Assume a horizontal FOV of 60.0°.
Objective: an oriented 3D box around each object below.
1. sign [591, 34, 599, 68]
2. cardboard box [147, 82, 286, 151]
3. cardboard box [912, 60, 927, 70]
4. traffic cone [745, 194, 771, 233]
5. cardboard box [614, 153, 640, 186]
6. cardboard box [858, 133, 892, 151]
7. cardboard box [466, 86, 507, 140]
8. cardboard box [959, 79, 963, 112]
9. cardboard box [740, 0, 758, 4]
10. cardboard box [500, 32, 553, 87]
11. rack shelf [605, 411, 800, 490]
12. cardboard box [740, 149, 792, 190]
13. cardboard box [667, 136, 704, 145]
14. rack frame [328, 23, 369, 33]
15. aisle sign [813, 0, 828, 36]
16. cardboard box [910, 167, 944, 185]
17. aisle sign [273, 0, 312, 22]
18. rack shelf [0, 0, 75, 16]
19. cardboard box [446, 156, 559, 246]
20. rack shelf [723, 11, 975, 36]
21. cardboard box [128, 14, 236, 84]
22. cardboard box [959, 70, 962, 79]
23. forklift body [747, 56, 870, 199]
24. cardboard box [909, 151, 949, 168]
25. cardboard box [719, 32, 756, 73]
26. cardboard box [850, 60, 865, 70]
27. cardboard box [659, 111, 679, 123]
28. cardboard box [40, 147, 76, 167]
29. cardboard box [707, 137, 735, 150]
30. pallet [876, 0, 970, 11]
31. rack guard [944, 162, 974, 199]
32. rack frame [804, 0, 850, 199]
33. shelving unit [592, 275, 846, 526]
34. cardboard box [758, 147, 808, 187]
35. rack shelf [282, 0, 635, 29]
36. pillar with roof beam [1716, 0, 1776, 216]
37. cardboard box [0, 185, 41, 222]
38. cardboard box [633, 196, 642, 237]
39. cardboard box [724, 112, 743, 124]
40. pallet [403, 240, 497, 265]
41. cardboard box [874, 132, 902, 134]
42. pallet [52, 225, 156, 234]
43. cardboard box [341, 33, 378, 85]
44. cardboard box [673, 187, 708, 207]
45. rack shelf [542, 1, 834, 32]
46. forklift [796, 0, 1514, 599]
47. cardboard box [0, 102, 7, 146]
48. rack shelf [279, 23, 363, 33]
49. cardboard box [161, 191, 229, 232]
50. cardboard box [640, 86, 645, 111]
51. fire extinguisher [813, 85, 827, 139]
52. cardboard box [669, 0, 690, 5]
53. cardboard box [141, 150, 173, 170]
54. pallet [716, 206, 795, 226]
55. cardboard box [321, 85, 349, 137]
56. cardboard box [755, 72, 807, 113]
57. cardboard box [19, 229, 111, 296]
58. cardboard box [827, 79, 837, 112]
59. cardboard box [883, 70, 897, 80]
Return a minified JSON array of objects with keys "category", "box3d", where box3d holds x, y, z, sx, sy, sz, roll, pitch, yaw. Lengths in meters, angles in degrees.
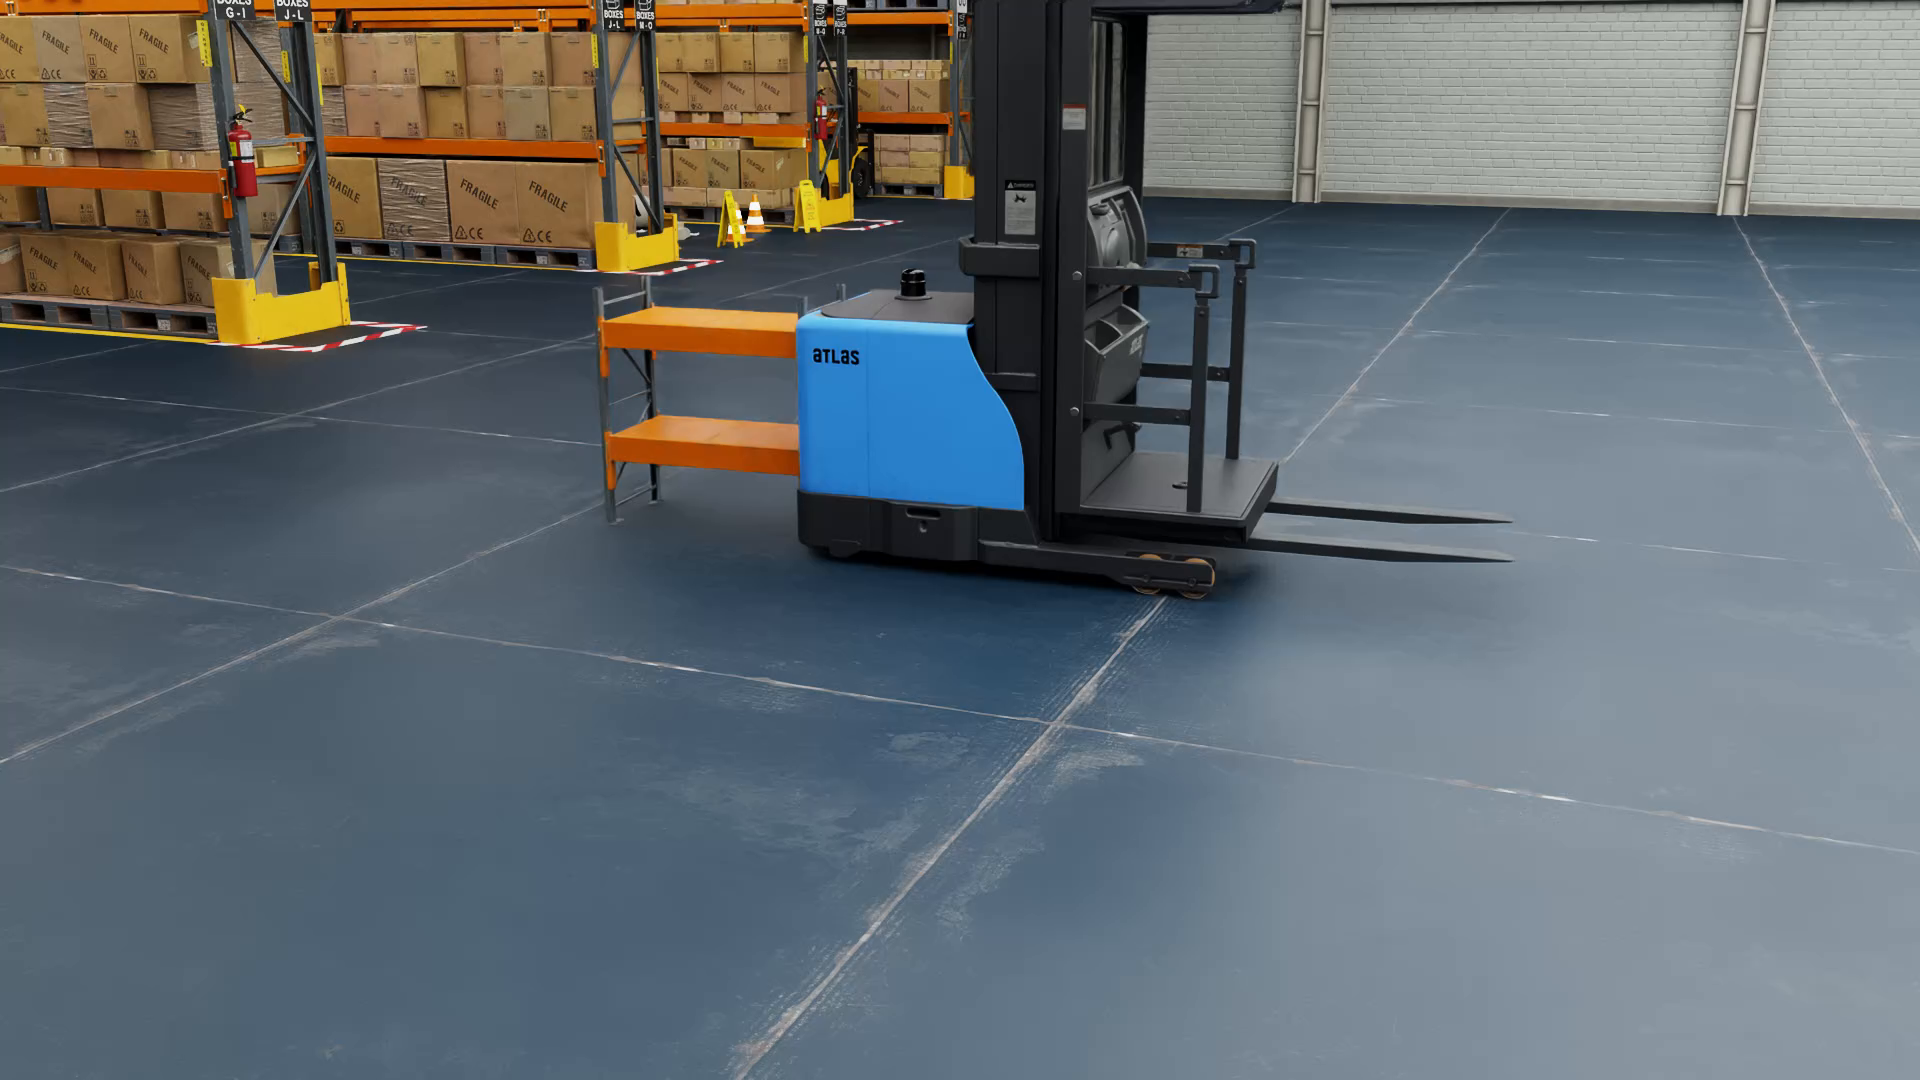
[{"category":"sign","box3d":[-3.673,-4.918,16.734,0.005,0.325,0.100,6,17,21]},{"category":"cardboard box","box3d":[-5.876,-3.366,13.175,0.500,0.500,0.875,6,17,21]},{"category":"cardboard box","box3d":[-0.572,-7.471,26.153,0.250,0.149,0.380,6,17,21]},{"category":"traffic cone","box3d":[-2.612,-4.173,21.218,0.334,0.463,0.336,6,17,21]},{"category":"cardboard box","box3d":[-4.507,-5.150,22.868,0.500,0.500,0.500,7,18,23]},{"category":"cardboard box","box3d":[-1.414,-6.397,26.714,0.500,0.250,0.500,7,17,21]},{"category":"cardboard box","box3d":[-4.817,-4.627,17.961,0.550,0.550,0.875,6,17,21]},{"category":"cardboard box","box3d":[-0.280,-7.140,26.710,0.500,0.500,0.500,7,18,22]},{"category":"cardboard box","box3d":[-2.651,-7.019,21.541,0.250,0.149,0.380,7,18,22]},{"category":"cardboard box","box3d":[-4.337,-5.059,17.513,0.550,0.550,0.875,6,17,21]},{"category":"rack shelf","box3d":[-1.108,-0.398,7.903,1.000,0.278,0.538,5,17,17]},{"category":"cardboard box","box3d":[-2.579,-4.938,22.135,0.500,0.500,0.500,6,17,21]},{"category":"cardboard box","box3d":[-4.850,-6.572,28.438,0.625,0.625,0.875,6,17,20]},{"category":"rack frame","box3d":[-11.084,-8.197,30.530,0.127,3.000,1.000,6,17,21]},{"category":"aisle sign","box3d":[-1.787,-6.849,21.222,0.004,0.787,0.394,6,17,21]},{"category":"cardboard box","box3d":[-0.474,-5.817,26.510,0.500,0.250,0.500,6,17,21]},{"category":"aisle sign","box3d":[-5.207,-4.432,12.896,0.004,0.787,0.394,6,17,21]},{"category":"rack shelf","box3d":[-12.763,-6.506,20.614,4.000,0.370,1.077,6,17,21]},{"category":"cardboard box","box3d":[-4.935,-3.711,18.134,0.875,0.875,0.875,6,17,20]},{"category":"rack shelf","box3d":[-1.781,-8.269,26.688,4.000,0.370,1.077,6,17,21]},{"category":"cardboard box","box3d":[-5.977,-3.775,12.791,0.500,0.500,0.500,6,17,21]},{"category":"cardboard box","box3d":[-0.141,-7.431,26.548,0.250,0.149,0.380,6,17,19]},{"category":"forklift body","box3d":[-2.354,-6.283,25.458,1.214,2.155,2.313,6,17,21]},{"category":"cardboard box","box3d":[-0.488,-6.060,26.449,0.500,0.250,0.500,6,17,20]},{"category":"cardboard box","box3d":[-2.762,-6.402,21.841,0.500,0.500,0.700,6,17,21]},{"category":"cardboard box","box3d":[-1.555,-7.559,26.454,0.250,0.149,0.380,7,17,22]},{"category":"cardboard box","box3d":[-3.853,-5.703,22.390,0.250,0.149,0.380,6,17,20]},{"category":"cardboard box","box3d":[-7.149,-3.093,13.398,0.250,0.149,0.380,6,17,21]},{"category":"cardboard box","box3d":[-3.178,-5.296,22.206,0.250,0.149,0.380,7,17,22]},{"category":"pallet","box3d":[-0.569,-8.447,26.168,1.213,0.211,1.003,6,17,21]},{"category":"rack guard","box3d":[0.102,-5.767,26.642,0.348,0.500,1.175,6,17,21]},{"category":"rack frame","box3d":[-1.738,-5.682,21.866,0.127,3.000,1.000,6,17,21]},{"category":"shelving unit","box3d":[-1.108,-0.632,7.835,1.048,1.125,0.538,5,17,17]},{"category":"cardboard box","box3d":[-2.410,-5.080,22.625,0.500,0.500,0.500,6,17,19]},{"category":"rack shelf","box3d":[-5.321,-5.688,17.795,4.000,0.370,1.077,6,17,21]},{"category":"pillar with roof beam","box3d":[9.346,-7.812,18.441,0.400,9.000,9.100,6,17,21]},{"category":"cardboard box","box3d":[-11.611,-4.207,20.515,0.500,0.500,0.500,6,17,20]},{"category":"cardboard box","box3d":[-4.301,-4.006,20.571,0.637,0.503,0.797,-5,17,-18]},{"category":"cardboard box","box3d":[-2.922,-5.592,22.005,0.250,0.149,0.380,7,17,22]},{"category":"pallet","box3d":[-5.364,-3.235,18.440,1.213,0.211,1.003,6,17,21]},{"category":"cardboard box","box3d":[-1.226,-6.533,27.184,0.500,0.250,0.500,6,17,20]},{"category":"pallet","box3d":[-10.197,-3.767,20.271,1.213,0.211,1.003,6,17,21]},{"category":"cardboard box","box3d":[-6.297,-5.315,18.395,0.550,0.550,0.875,6,17,21]},{"category":"cardboard box","box3d":[-3.557,-4.683,22.604,0.500,0.250,0.500,6,17,19]},{"category":"rack shelf","box3d":[-3.599,-6.982,22.253,4.000,0.370,1.077,6,17,21]},{"category":"forklift","box3d":[0.854,-1.331,7.000,3.031,2.935,1.130,5,17,17]},{"category":"cardboard box","box3d":[-7.745,-3.565,13.859,0.500,0.500,0.875,6,17,21]},{"category":"rack shelf","box3d":[-12.944,-9.497,30.917,4.000,0.370,1.077,6,17,21]},{"category":"cardboard box","box3d":[-8.688,-4.058,19.554,0.750,0.750,1.050,6,17,21]},{"category":"cardboard box","box3d":[-4.215,-6.065,22.471,0.500,0.500,0.500,6,17,20]},{"category":"fire extinguisher","box3d":[-1.801,-5.514,21.424,0.183,0.674,0.296,6,17,21]},{"category":"cardboard box","box3d":[-3.618,-7.111,21.860,0.250,0.149,0.380,6,17,20]},{"category":"cardboard box","box3d":[-6.199,-3.005,13.094,0.250,0.149,0.380,6,17,21]},{"category":"pallet","box3d":[-2.552,-4.443,22.599,1.213,0.211,1.003,6,17,21]},{"category":"cardboard box","box3d":[-6.834,-4.834,18.677,0.550,0.550,0.875,6,17,21]},{"category":"cardboard box","box3d":[-2.344,-5.857,21.755,0.500,0.500,0.500,6,17,20]},{"category":"cardboard box","box3d":[-7.596,-2.371,14.192,0.500,0.500,0.500,5,17,16]},{"category":"cardboard box","box3d":[-1.902,-7.156,26.765,0.500,0.500,0.500,6,17,21]},{"category":"cardboard box","box3d":[-1.040,-7.381,26.376,0.250,0.149,0.380,6,17,20]}]
